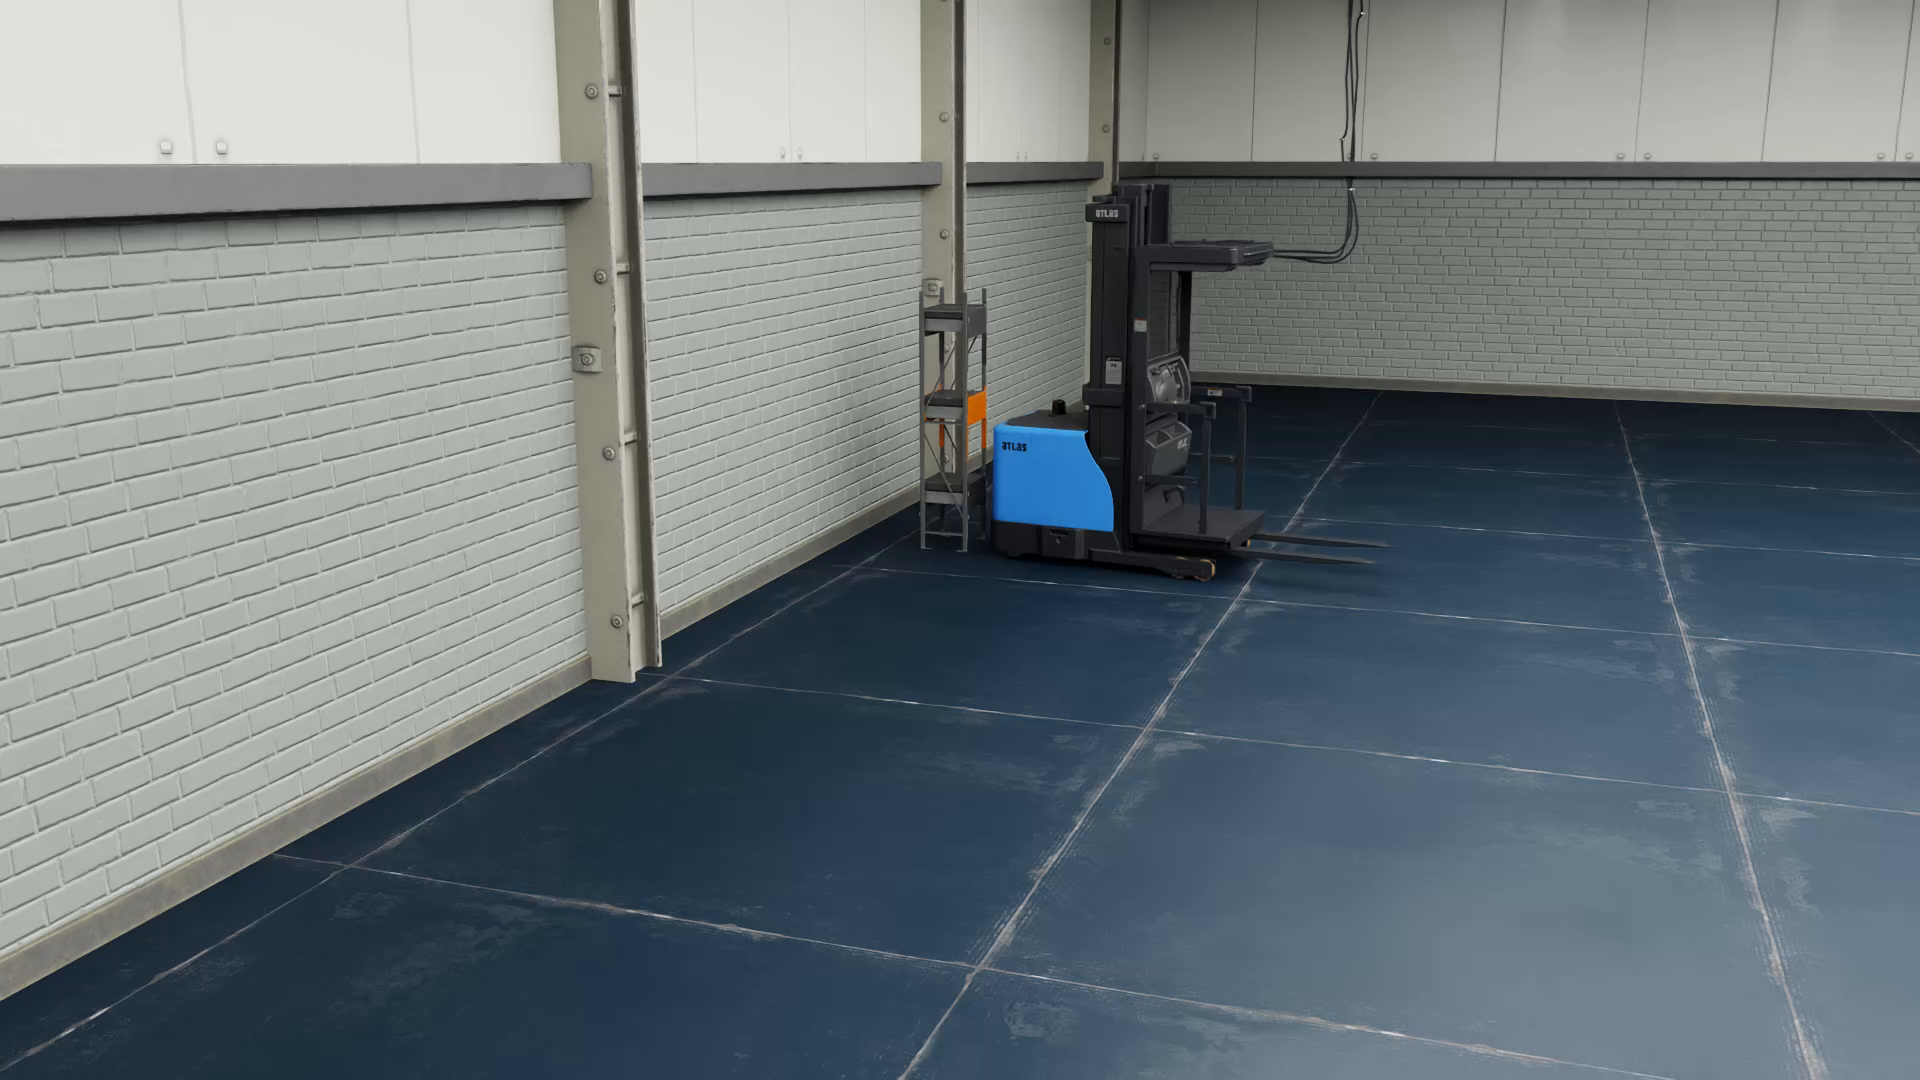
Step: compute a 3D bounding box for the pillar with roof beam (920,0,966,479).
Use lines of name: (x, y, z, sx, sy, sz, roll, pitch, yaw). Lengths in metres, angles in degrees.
pillar with roof beam: (3.924, -4.519, 13.566, 9.100, 9.000, 0.400, 4, 14, 18)

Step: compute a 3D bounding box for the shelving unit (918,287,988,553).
shelving unit: (-0.054, -0.989, 13.602, 0.431, 2.100, 0.503, 4, 14, 18)

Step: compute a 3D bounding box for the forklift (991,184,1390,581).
forklift: (1.808, -1.250, 12.878, 3.031, 2.935, 1.130, 6, 14, 24)

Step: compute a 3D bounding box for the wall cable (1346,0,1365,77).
wall cable: (6.556, -7.371, 21.689, 3.097, 2.526, 0.112, 4, 14, 18)

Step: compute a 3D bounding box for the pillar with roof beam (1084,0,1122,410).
pillar with roof beam: (5.865, -5.783, 19.101, 9.100, 9.000, 0.400, 4, 14, 18)

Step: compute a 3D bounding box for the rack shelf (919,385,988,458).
rack shelf: (-0.054, -0.976, 13.605, 0.431, 0.518, 0.480, 4, 14, 18)

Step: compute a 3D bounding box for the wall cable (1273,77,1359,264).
wall cable: (3.996, -5.104, 23.105, 3.097, 2.526, 0.112, 4, 14, 18)

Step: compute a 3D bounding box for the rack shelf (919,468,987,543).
rack shelf: (-0.054, -0.293, 13.760, 0.431, 0.518, 0.480, 4, 14, 18)

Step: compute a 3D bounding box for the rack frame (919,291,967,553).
rack frame: (-0.133, -0.937, 13.376, 0.400, 2.100, 0.015, 4, 14, 18)

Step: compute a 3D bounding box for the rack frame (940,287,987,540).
rack frame: (0.025, -1.040, 13.827, 0.400, 2.100, 0.015, 4, 14, 18)

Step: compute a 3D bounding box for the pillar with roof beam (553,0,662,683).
pillar with roof beam: (1.982, -3.256, 8.031, 9.100, 9.000, 0.400, 4, 14, 18)

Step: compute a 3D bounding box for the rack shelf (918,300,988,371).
rack shelf: (-0.054, -1.658, 13.449, 0.431, 0.518, 0.480, 4, 14, 18)
